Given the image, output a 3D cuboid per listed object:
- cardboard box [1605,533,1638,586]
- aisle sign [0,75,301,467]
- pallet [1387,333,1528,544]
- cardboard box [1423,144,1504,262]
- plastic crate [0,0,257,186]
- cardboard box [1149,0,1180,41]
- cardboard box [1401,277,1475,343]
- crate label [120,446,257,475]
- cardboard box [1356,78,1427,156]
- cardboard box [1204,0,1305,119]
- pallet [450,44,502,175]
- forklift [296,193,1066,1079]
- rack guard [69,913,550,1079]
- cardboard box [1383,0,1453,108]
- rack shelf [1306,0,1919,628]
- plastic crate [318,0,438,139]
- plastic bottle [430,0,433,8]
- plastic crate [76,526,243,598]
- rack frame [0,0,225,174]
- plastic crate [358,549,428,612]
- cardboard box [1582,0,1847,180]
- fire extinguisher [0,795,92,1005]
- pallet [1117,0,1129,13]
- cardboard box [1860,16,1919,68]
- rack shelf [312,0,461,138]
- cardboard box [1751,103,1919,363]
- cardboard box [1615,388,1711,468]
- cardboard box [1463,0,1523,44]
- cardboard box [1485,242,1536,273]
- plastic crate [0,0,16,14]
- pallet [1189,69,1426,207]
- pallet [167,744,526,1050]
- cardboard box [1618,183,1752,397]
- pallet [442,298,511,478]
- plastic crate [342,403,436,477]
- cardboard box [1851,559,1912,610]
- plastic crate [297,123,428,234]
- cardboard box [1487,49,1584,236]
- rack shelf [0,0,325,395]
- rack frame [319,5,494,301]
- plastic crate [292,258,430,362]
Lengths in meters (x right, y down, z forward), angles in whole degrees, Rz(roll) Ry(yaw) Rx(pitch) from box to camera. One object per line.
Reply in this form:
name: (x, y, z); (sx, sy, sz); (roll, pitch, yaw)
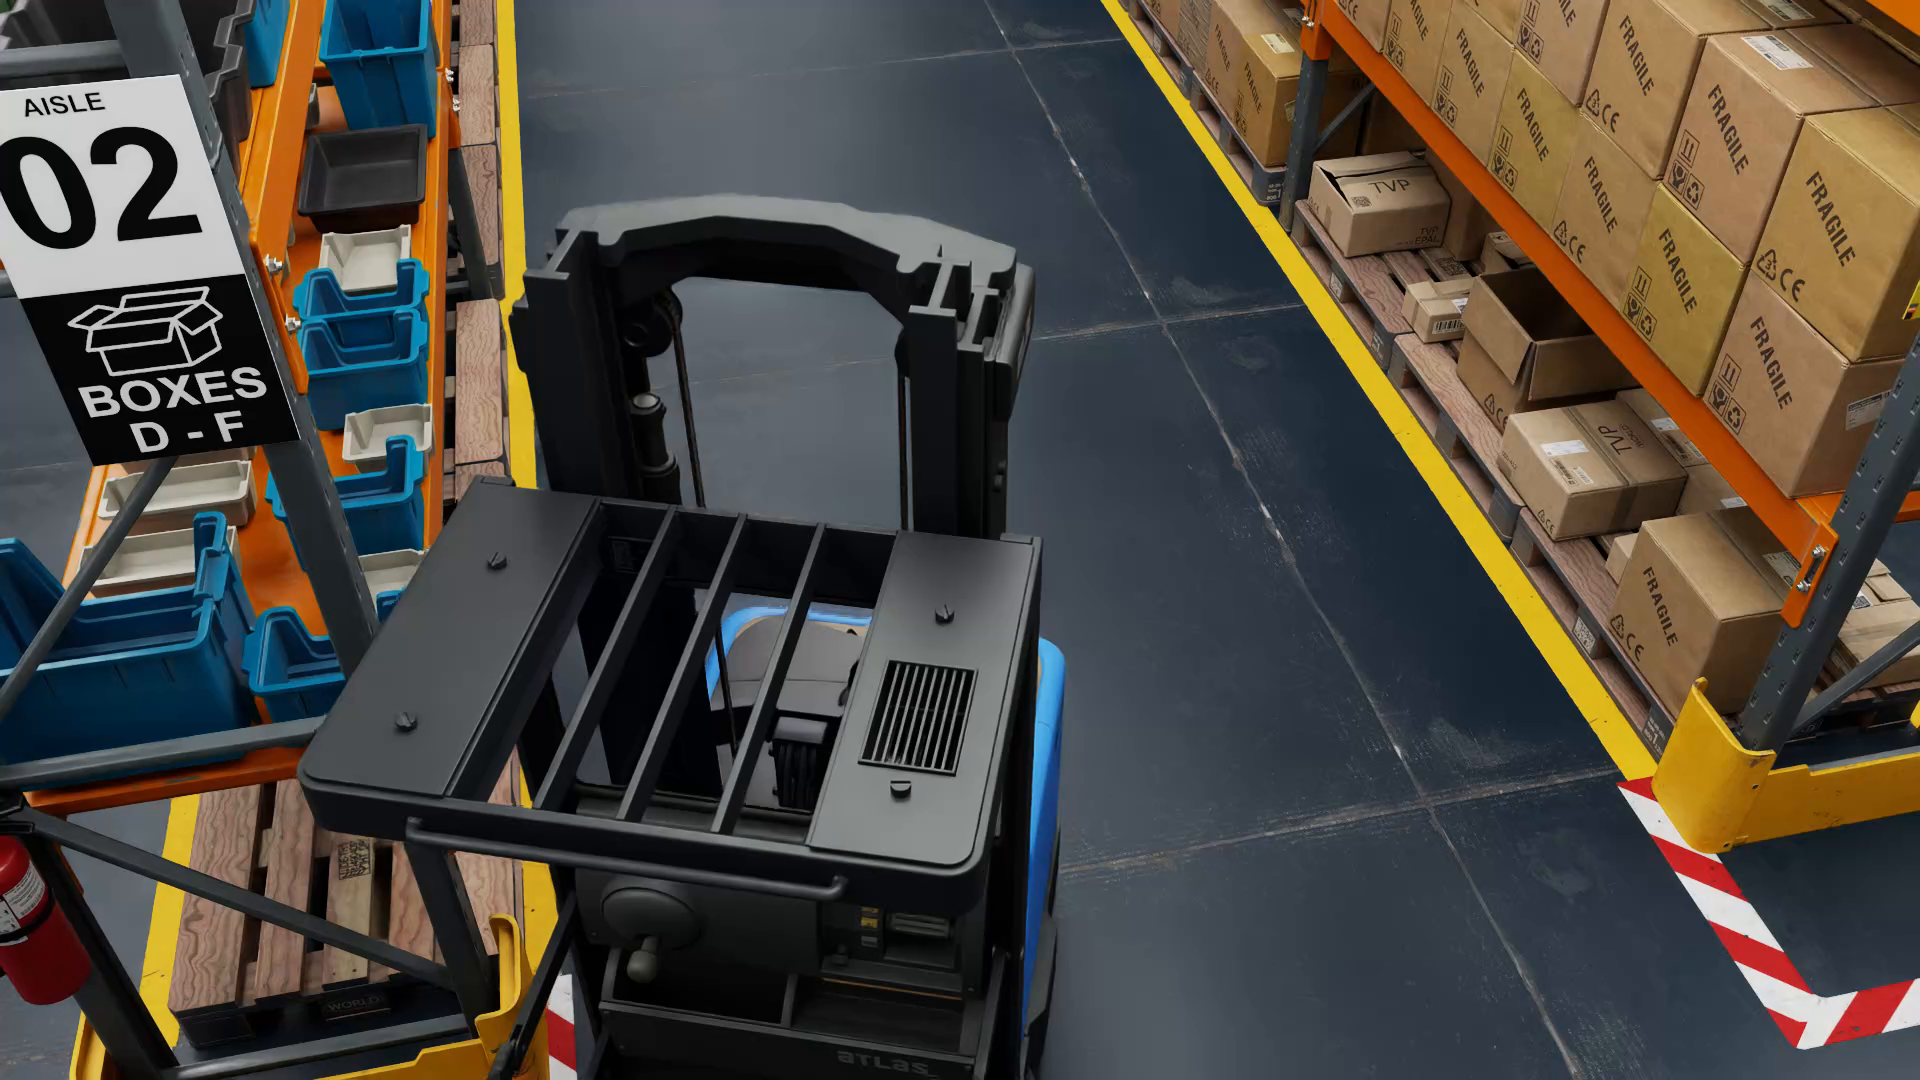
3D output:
cardboard box: (2.652, 0.094, 6.187); (0.380, 0.166, 0.250); (-8, 42, -9)
aisle sign: (-1.522, -0.469, 3.060); (0.394, 0.787, 0.004); (-8, 42, -9)
pallet: (2.561, -0.520, 7.177); (1.003, 0.211, 1.213); (-8, 42, -9)
cardboard box: (2.546, -1.702, 7.959); (0.500, 0.500, 0.500); (-8, 42, -9)
plastic crate: (-1.639, -0.863, 3.302); (0.497, 0.269, 0.590); (-8, 42, -9)
cardboard box: (1.442, -3.285, 9.743); (0.500, 0.500, 0.500); (-10, 43, -11)
cardboard box: (2.222, -1.043, 7.469); (0.380, 0.166, 0.250); (-8, 42, -9)
crate label: (-2.313, -0.294, 4.975); (0.396, 0.136, 0.243); (-8, 42, -9)
cardboard box: (2.280, -2.379, 8.722); (0.500, 0.500, 0.500); (-10, 43, -11)
cardboard box: (1.662, -2.631, 9.006); (0.500, 0.500, 0.500); (-8, 42, -9)
pallet: (-3.084, -2.349, 9.238); (1.003, 0.211, 1.213); (-8, 42, -9)
forklift: (-0.434, 0.903, 3.525); (1.130, 2.935, 3.031); (6, 42, 7)
rack guard: (-1.810, 1.448, 4.742); (1.175, 0.500, 0.348); (-8, 42, -9)
cardboard box: (2.104, -2.137, 6.823); (0.500, 0.500, 0.500); (-8, 42, -9)
rack shelf: (2.578, -1.235, 6.424); (1.077, 0.370, 4.000); (-8, 42, -9)
plastic crate: (-2.257, -1.856, 6.548); (0.392, 0.384, 0.575); (-8, 42, -9)
plastic bottle: (-2.425, -2.477, 7.430); (0.097, 0.201, 0.097); (0, 42, 0)
plastic crate: (-2.180, 0.073, 4.562); (0.396, 0.136, 0.243); (-8, 42, -9)
rack frame: (-1.828, -1.744, 1.936); (1.000, 3.000, 0.127); (-8, 42, -9)
plastic crate: (-1.548, 0.148, 4.477); (0.250, 0.136, 0.298); (-8, 42, -9)
cardboard box: (2.419, -1.531, 5.387); (0.500, 0.500, 0.500); (-7, 42, -8)
fire extinguisher: (-2.239, 0.831, 3.894); (0.296, 0.674, 0.183); (-8, 42, -9)
pallet: (1.407, -3.861, 10.941); (1.003, 0.211, 1.213); (-8, 42, -9)
cardboard box: (3.051, -1.283, 5.107); (0.500, 0.500, 0.500); (-8, 42, -9)
rack shelf: (-3.123, -3.121, 8.548); (1.077, 0.370, 4.000); (-8, 42, -9)
cardboard box: (2.645, -0.868, 4.640); (0.500, 0.500, 0.500); (-9, 42, -10)
cardboard box: (2.954, -0.386, 6.665); (0.500, 0.250, 0.500); (-8, 42, -9)
cardboard box: (2.196, -2.199, 6.139); (0.500, 0.500, 0.500); (-10, 42, -11)
cardboard box: (2.708, -1.145, 7.474); (0.500, 0.311, 0.500); (-8, 42, -9)
plastic crate: (-2.319, -1.142, 3.677); (0.450, 0.188, 0.336); (-8, 42, -9)
pallet: (1.934, -2.280, 9.159); (1.003, 0.211, 1.213); (-8, 42, -9)
pallet: (-1.968, 1.002, 5.462); (1.003, 0.211, 1.213); (-8, 42, -9)
cardboard box: (2.532, -0.833, 5.353); (0.500, 0.500, 0.500); (-8, 42, -9)
pallet: (-2.494, -0.580, 7.244); (1.003, 0.211, 1.213); (-8, 42, -9)
plastic crate: (-1.694, -0.291, 4.972); (0.250, 0.136, 0.298); (-8, 42, -9)
cardboard box: (3.201, 0.204, 6.063); (0.380, 0.166, 0.250); (-8, 42, -9)
plastic crate: (-2.187, -1.326, 6.146); (0.437, 0.125, 0.590); (-8, 42, -9)
cardboard box: (2.321, -1.483, 6.086); (0.500, 0.500, 0.500); (-9, 42, -10)
rack shelf: (-2.259, -1.650, 4.632); (1.077, 0.370, 4.000); (-8, 42, -9)
rack frame: (-2.691, -2.094, 6.849); (1.000, 3.000, 0.127); (-8, 42, -9)
plastic crate: (-1.908, -0.716, 5.378); (0.416, 0.233, 0.300); (-8, 42, -9)
